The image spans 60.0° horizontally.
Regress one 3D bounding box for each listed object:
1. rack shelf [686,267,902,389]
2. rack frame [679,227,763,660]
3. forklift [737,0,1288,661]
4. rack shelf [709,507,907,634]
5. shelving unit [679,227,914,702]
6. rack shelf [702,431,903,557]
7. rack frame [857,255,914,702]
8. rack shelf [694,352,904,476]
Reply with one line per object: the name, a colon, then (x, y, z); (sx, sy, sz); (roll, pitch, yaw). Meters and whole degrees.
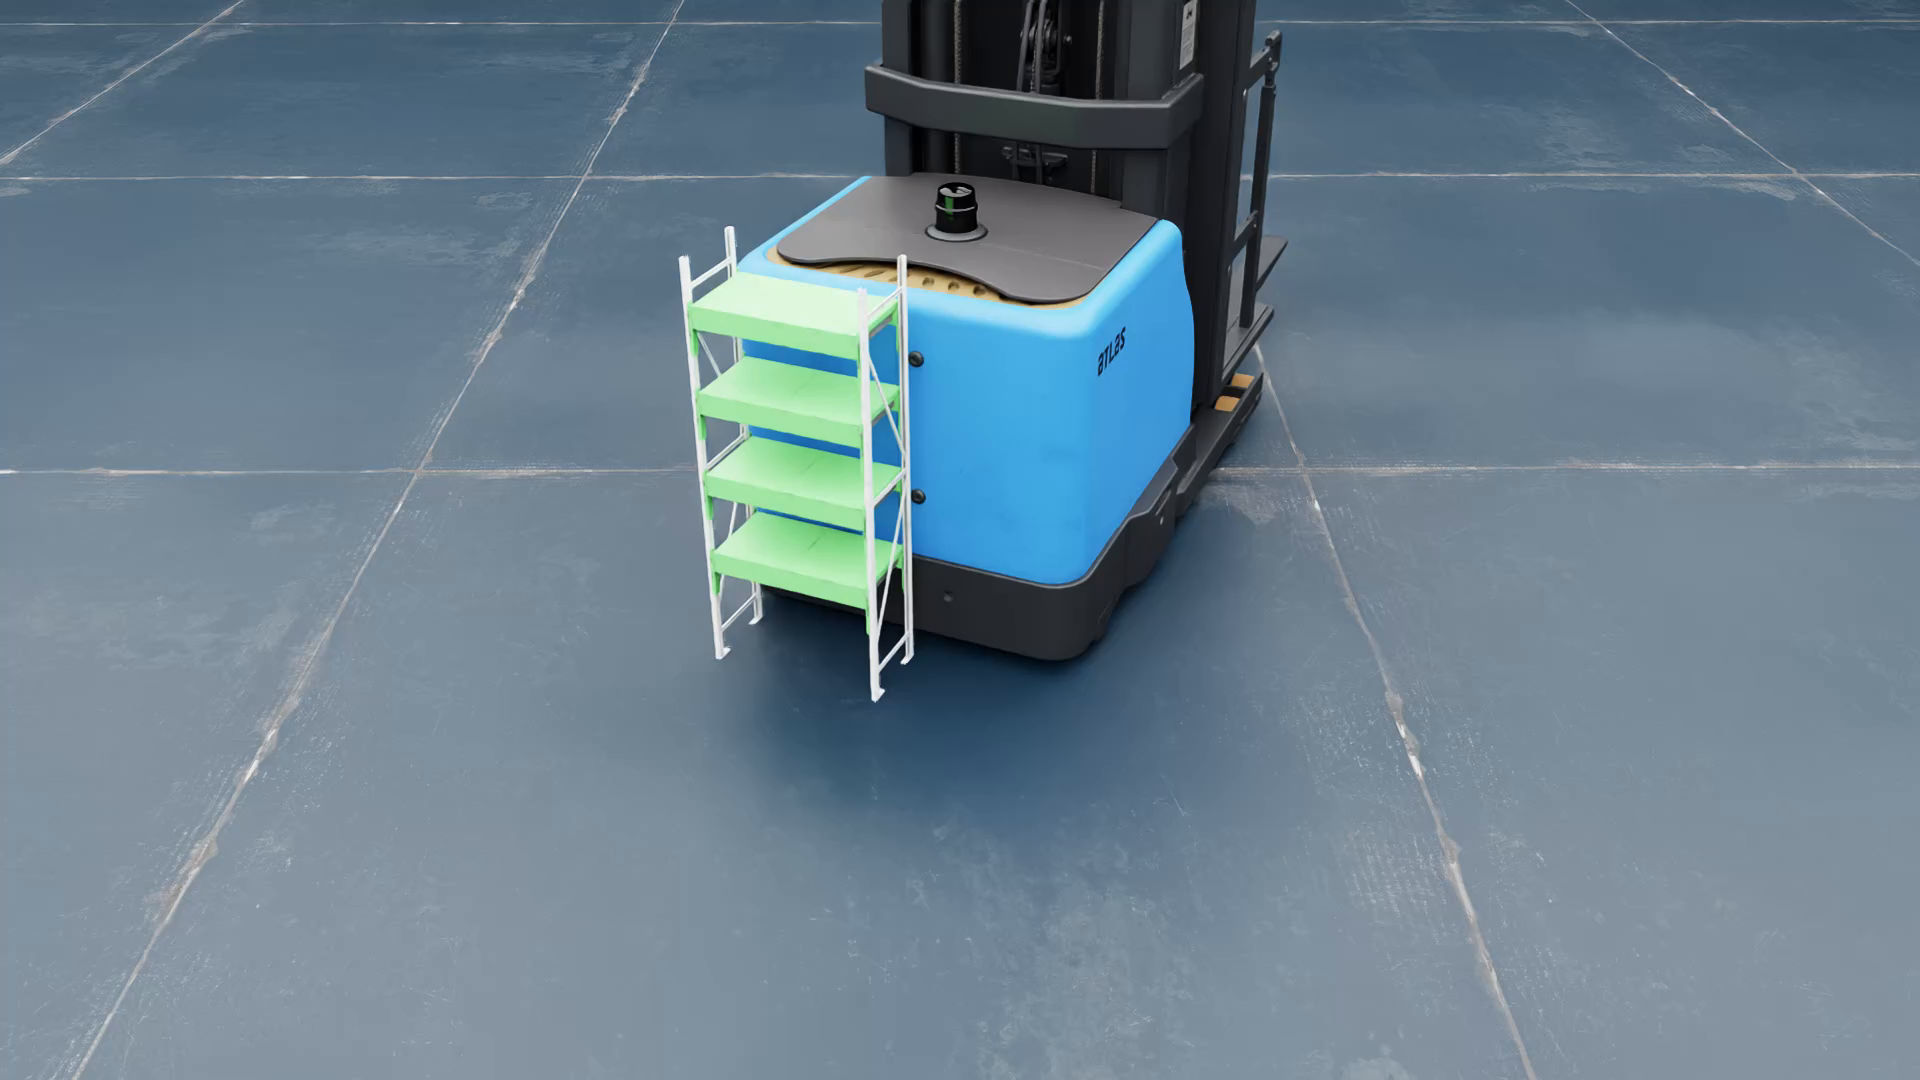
rack shelf: (-0.410, -0.537, 4.176); (0.480, 0.148, 0.258); (13, 34, 20)
rack frame: (-0.634, -0.232, 4.476); (0.015, 1.200, 0.240); (13, 34, 20)
forklift: (0.438, -1.670, 5.178); (1.130, 2.935, 3.031); (13, 34, 20)
rack shelf: (-0.410, 0.078, 4.550); (0.480, 0.148, 0.258); (13, 34, 20)
shelving unit: (-0.410, -0.181, 4.392); (0.503, 1.200, 0.258); (13, 34, 20)
rack shelf: (-0.410, -0.127, 4.425); (0.480, 0.148, 0.258); (13, 34, 20)
rack frame: (-0.187, -0.131, 4.308); (0.015, 1.200, 0.240); (13, 34, 20)
rack shelf: (-0.410, -0.332, 4.301); (0.480, 0.148, 0.258); (13, 34, 20)
